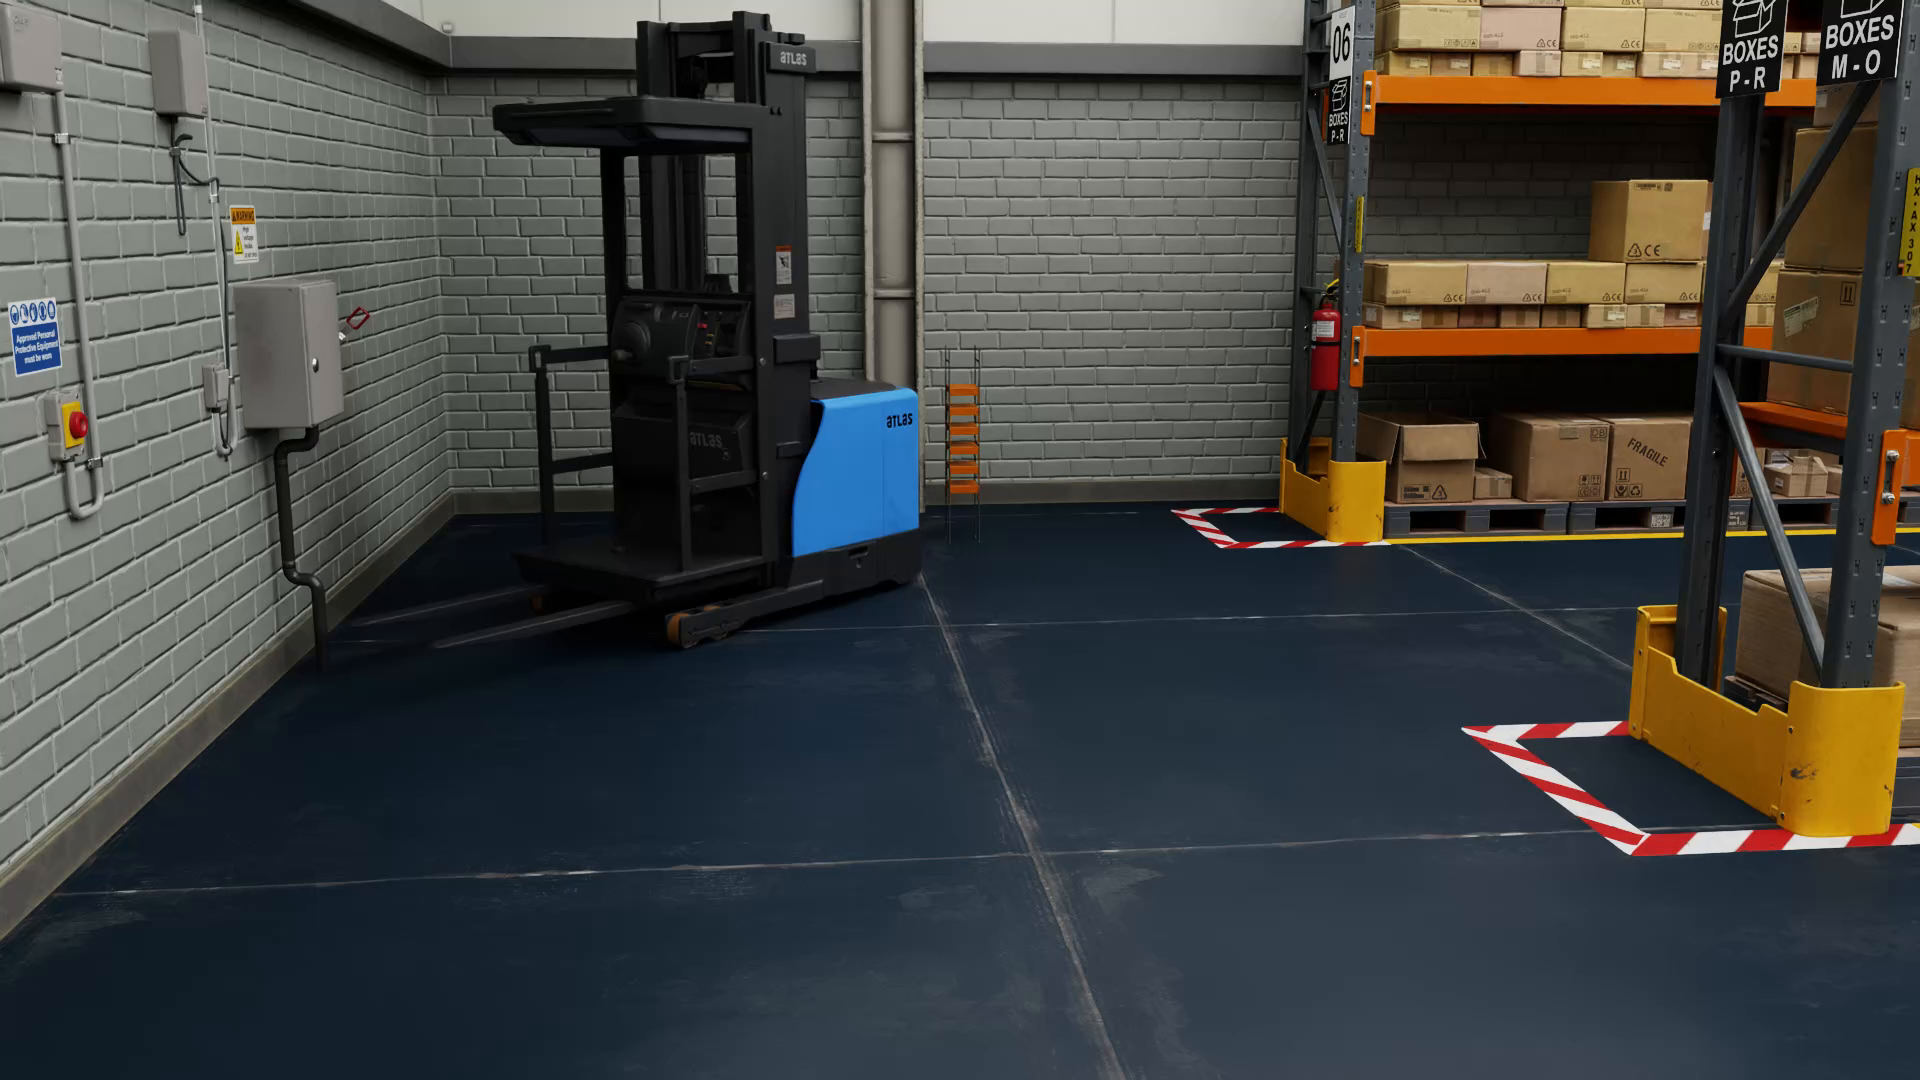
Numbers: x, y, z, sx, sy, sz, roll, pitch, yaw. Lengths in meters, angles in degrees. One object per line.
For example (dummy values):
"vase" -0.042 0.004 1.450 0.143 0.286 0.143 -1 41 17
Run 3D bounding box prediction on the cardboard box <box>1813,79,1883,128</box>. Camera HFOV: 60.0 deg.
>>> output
"cardboard box" 3.203 -1.519 5.787 0.250 0.149 0.380 -1 11 -5

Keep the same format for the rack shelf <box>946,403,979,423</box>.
"rack shelf" 0.014 -0.781 10.216 0.180 0.103 0.258 -1 11 -6

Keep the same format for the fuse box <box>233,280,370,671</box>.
"fuse box" -2.817 -0.267 7.291 0.414 1.711 0.539 -1 11 -6

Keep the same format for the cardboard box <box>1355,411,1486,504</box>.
"cardboard box" 2.947 -0.543 10.736 0.637 0.503 0.797 -2 11 -8

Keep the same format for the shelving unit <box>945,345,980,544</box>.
"shelving unit" 0.014 -0.589 10.254 0.189 1.200 0.258 -1 11 -6

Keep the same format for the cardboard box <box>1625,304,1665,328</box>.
"cardboard box" 4.230 -1.425 10.491 0.250 0.149 0.380 -1 11 -5

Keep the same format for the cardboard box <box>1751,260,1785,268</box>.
"cardboard box" 5.329 -1.652 10.614 0.500 0.250 0.500 -1 11 -6

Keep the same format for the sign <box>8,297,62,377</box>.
"sign" -2.791 -0.615 5.022 0.001 0.218 0.327 -1 11 -6

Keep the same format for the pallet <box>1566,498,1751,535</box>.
"pallet" 4.406 -0.242 11.052 1.213 0.211 1.003 -1 11 -6

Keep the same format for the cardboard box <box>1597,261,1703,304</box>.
"cardboard box" 4.319 -1.634 10.520 0.500 0.250 0.500 -1 11 -8

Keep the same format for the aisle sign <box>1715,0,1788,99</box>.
"aisle sign" 2.763 -1.949 5.766 0.004 0.787 0.394 -1 11 -6

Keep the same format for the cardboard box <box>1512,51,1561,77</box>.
"cardboard box" 3.444 -2.876 10.095 0.250 0.149 0.380 -1 11 -5

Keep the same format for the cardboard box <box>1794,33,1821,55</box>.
"cardboard box" 5.337 -3.124 10.323 0.500 0.250 0.500 -2 11 -8

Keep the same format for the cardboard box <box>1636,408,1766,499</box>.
"cardboard box" 4.833 -0.573 10.899 0.500 0.500 0.700 -2 11 -8

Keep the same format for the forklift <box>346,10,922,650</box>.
"forklift" -1.512 -1.039 8.054 1.130 2.935 3.031 9 14 37

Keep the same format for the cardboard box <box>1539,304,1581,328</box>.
"cardboard box" 3.711 -1.425 10.490 0.250 0.149 0.380 -1 11 -5

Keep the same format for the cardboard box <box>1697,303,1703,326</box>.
"cardboard box" 4.720 -1.458 10.658 0.250 0.149 0.380 -1 11 -5

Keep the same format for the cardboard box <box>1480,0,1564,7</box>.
"cardboard box" 3.304 -3.325 10.049 0.500 0.250 0.500 -1 11 -6

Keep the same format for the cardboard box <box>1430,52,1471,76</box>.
"cardboard box" 2.928 -2.888 10.159 0.250 0.149 0.380 -1 11 -5

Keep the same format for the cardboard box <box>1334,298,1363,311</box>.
"cardboard box" 2.629 -1.502 10.885 0.250 0.149 0.380 -1 11 -7

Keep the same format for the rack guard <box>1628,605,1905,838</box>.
"rack guard" 2.844 0.612 5.961 0.348 0.500 1.175 -1 11 -6

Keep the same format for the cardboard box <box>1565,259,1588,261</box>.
"cardboard box" 4.282 -1.731 11.014 0.500 0.250 0.500 -1 11 -6

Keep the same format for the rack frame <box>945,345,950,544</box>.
"rack frame" -0.077 -0.587 10.244 0.006 1.200 0.240 -1 11 -6

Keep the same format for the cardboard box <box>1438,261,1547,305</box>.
"cardboard box" 3.310 -1.608 10.388 0.500 0.250 0.500 -1 11 -5

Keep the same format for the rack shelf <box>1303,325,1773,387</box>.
"rack shelf" 4.317 -1.256 10.845 4.000 0.370 1.077 -1 11 -6

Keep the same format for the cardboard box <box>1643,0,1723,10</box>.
"cardboard box" 4.308 -3.350 10.180 0.500 0.250 0.500 -1 11 -5

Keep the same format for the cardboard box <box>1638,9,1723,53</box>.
"cardboard box" 4.324 -3.106 10.234 0.500 0.250 0.500 -1 11 -7

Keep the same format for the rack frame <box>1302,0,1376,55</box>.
"rack frame" 2.328 -4.511 9.985 0.127 3.000 1.000 -1 11 -6

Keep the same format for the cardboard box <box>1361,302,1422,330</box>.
"cardboard box" 2.685 -1.398 10.355 0.250 0.149 0.380 -1 11 -7

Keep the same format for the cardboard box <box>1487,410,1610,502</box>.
"cardboard box" 3.801 -0.552 10.789 0.500 0.500 0.700 -1 11 -4

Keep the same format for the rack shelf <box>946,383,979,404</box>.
"rack shelf" 0.014 -0.899 10.193 0.180 0.103 0.258 -1 11 -6

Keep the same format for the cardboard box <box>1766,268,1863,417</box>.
"cardboard box" 3.319 -0.725 6.022 0.500 0.500 0.500 -1 11 -6

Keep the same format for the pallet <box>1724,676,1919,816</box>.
"pallet" 3.655 0.721 6.152 1.213 0.211 1.003 -1 11 -6

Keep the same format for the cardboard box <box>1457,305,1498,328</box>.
"cardboard box" 3.190 -1.424 10.489 0.250 0.149 0.380 -1 11 -7

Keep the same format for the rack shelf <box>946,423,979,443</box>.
"rack shelf" 0.014 -0.663 10.239 0.180 0.103 0.258 -1 11 -6

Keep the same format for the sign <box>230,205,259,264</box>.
"sign" -3.017 -1.290 7.011 0.001 0.242 0.339 -1 11 -6

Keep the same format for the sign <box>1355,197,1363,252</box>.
"sign" 2.387 -1.888 9.951 0.005 0.325 0.100 -1 11 -6

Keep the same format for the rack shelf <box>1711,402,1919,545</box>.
"rack shelf" 4.856 -0.304 6.003 4.000 0.370 1.077 -1 11 -6

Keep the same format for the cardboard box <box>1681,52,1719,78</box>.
"cardboard box" 4.452 -2.897 10.204 0.250 0.149 0.380 -1 11 -5

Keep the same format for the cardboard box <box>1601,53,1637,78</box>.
"cardboard box" 3.943 -2.900 10.217 0.250 0.149 0.380 -1 11 -7

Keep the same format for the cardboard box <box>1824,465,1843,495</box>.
"cardboard box" 5.783 -0.390 10.877 0.250 0.149 0.380 -2 11 -8

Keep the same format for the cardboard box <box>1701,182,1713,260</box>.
"cardboard box" 4.796 -2.111 11.003 0.500 0.500 0.500 -2 11 -8

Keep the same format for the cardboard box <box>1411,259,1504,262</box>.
"cardboard box" 3.270 -1.711 10.911 0.500 0.250 0.500 -1 11 -6

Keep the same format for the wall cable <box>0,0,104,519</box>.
"wall cable" -2.735 -1.007 5.001 0.123 1.953 0.585 -1 11 -6

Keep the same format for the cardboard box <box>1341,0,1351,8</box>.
"cardboard box" 2.740 -3.419 10.531 0.500 0.250 0.500 -2 11 -8

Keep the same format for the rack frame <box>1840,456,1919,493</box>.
"rack frame" 6.305 -1.651 10.988 0.127 3.000 1.000 -1 11 -6

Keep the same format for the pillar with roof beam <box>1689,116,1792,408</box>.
"pillar with roof beam" 5.980 -3.927 7.015 0.400 9.000 9.100 -1 11 -6

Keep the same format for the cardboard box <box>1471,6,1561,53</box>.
"cardboard box" 3.302 -3.083 10.114 0.500 0.250 0.500 -1 11 -5

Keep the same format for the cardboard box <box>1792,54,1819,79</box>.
"cardboard box" 5.223 -2.922 10.332 0.250 0.149 0.380 -1 11 -6
